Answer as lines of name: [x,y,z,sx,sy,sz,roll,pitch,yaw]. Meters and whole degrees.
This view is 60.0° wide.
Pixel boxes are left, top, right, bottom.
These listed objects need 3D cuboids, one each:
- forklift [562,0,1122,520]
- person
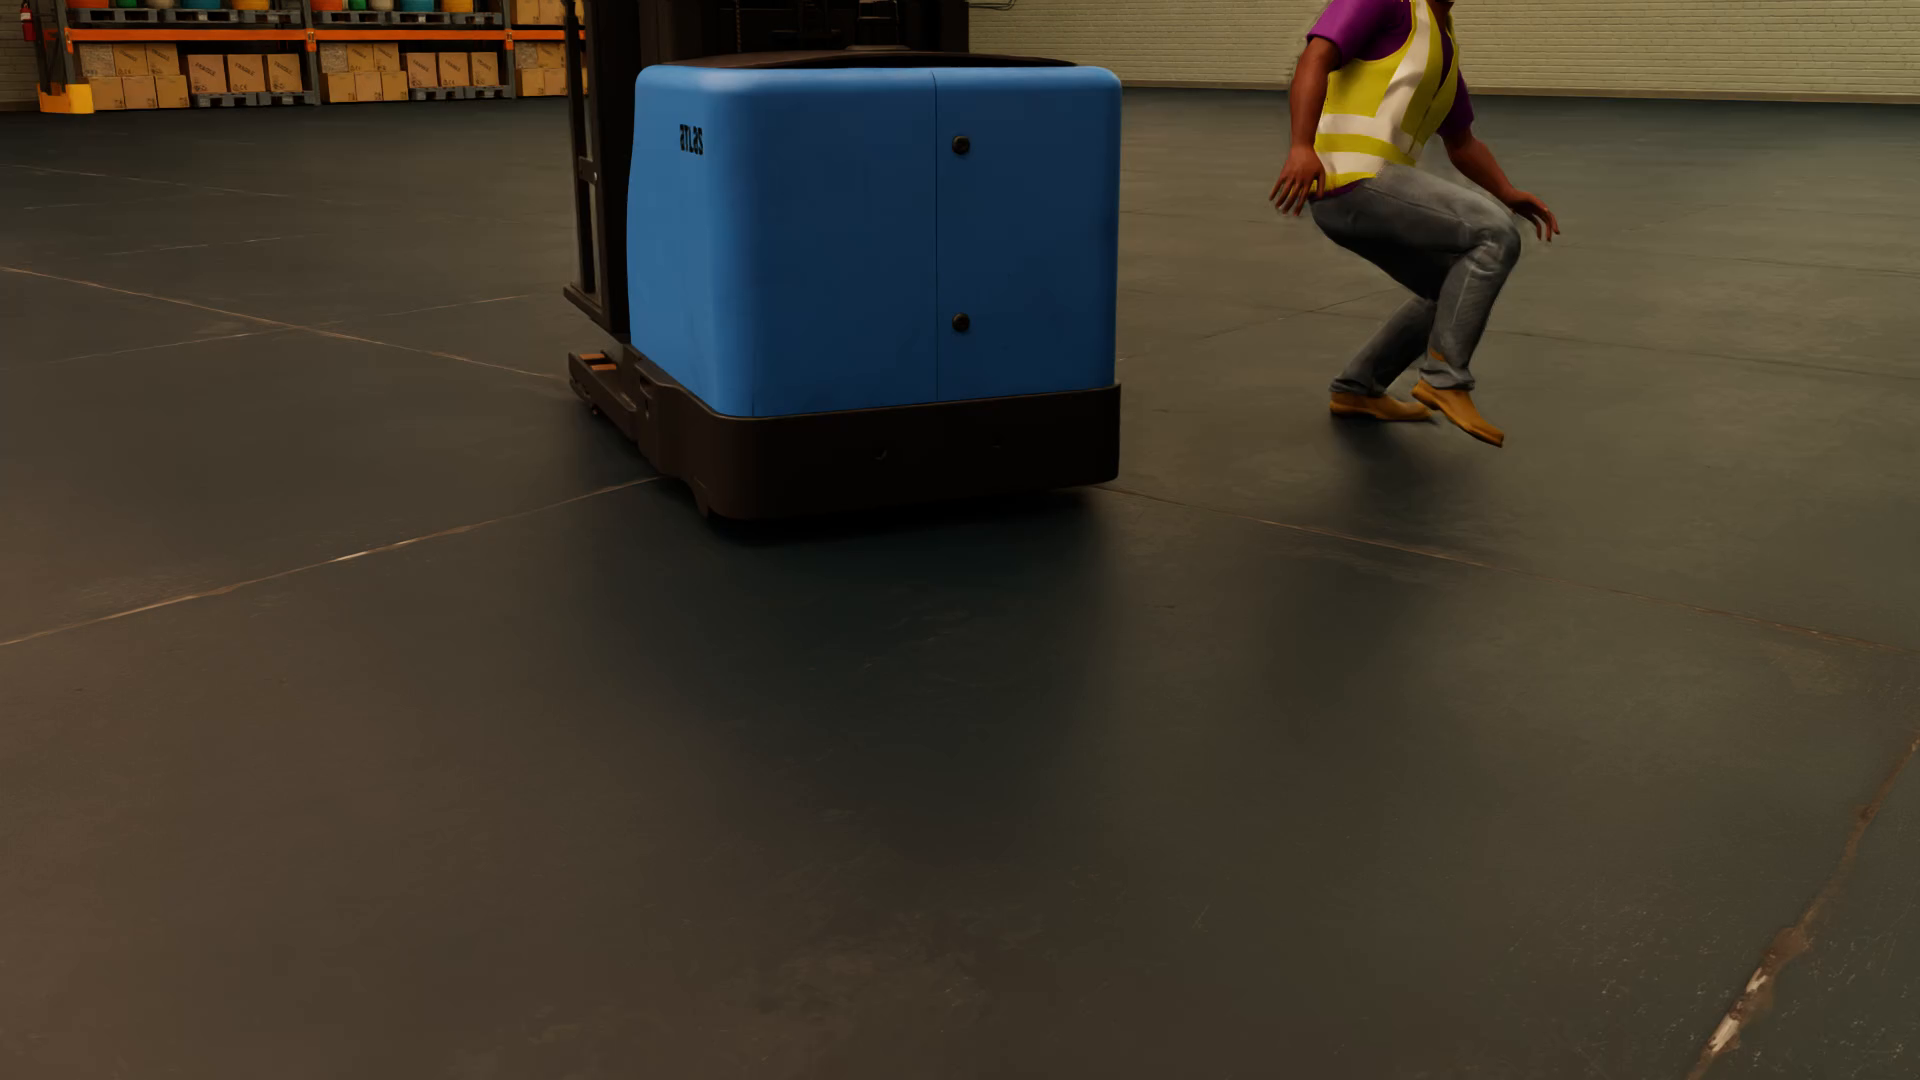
forklift: [-0.627,-1.833,4.935,1.130,2.935,3.031,-7,18,-21]
person: [1.335,-1.035,4.776,0.742,1.535,0.819,7,18,22]
